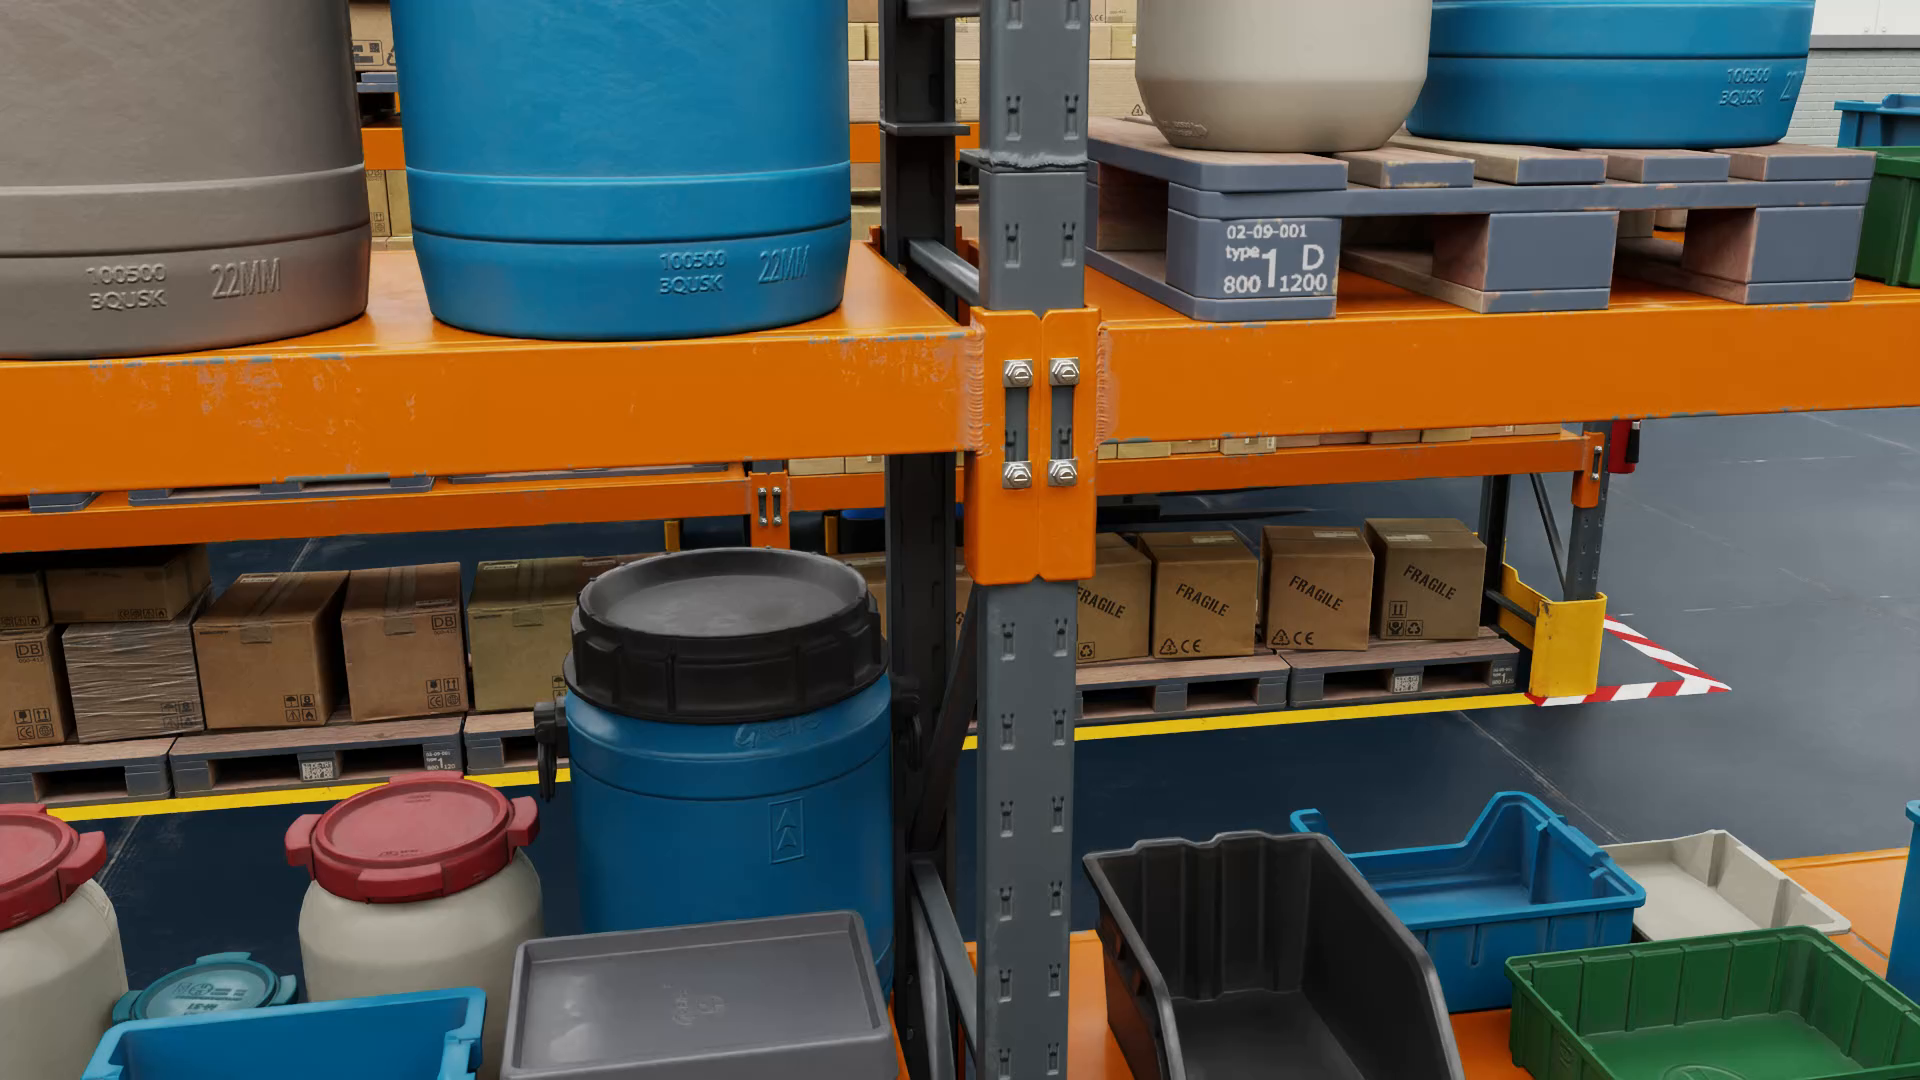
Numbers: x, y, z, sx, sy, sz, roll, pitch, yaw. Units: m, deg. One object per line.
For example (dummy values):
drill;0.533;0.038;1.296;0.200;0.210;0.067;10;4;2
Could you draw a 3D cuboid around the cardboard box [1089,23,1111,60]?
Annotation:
cardboard box;0.476;-2.146;7.158;0.250;0.149;0.380;-4;17;-11

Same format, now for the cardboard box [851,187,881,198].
cardboard box;-0.541;-1.377;7.807;0.500;0.500;0.500;-3;17;-10

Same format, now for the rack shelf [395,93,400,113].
rack shelf;-3.737;-3.019;11.649;4.000;0.370;1.077;-3;17;-10

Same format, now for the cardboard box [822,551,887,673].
cardboard box;-0.531;0.378;8.013;0.500;0.500;0.500;-4;17;-12

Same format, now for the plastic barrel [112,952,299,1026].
plastic barrel;-1.320;0.918;2.948;0.301;0.262;0.301;0;17;0

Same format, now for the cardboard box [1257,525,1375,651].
cardboard box;1.800;0.240;8.465;0.500;0.500;0.500;1;17;4

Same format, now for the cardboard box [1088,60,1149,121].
cardboard box;0.568;-1.974;7.276;0.500;0.250;0.500;-4;18;-13

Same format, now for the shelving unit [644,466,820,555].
shelving unit;-1.453;-0.687;10.496;1.083;1.500;0.587;-2;17;-6

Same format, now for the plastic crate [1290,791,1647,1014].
plastic crate;1.044;0.754;3.501;0.616;0.251;0.499;-3;17;-10

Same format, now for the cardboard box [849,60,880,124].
cardboard box;-0.441;-1.918;7.095;0.500;0.250;0.500;-4;18;-13

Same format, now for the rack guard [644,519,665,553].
rack guard;-1.948;-0.074;10.627;0.087;0.250;0.587;-2;17;-6

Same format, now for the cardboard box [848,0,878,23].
cardboard box;-0.538;-2.566;7.421;0.500;0.500;0.500;-4;17;-12

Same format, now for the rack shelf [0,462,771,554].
rack shelf;-2.895;-0.150;7.415;4.000;0.370;1.077;-3;17;-10

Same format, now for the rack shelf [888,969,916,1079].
rack shelf;-1.955;1.278;2.767;4.000;0.370;1.077;-3;17;-10

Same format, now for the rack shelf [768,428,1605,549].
rack shelf;1.033;-0.372;8.141;4.000;0.370;1.077;-3;17;-10

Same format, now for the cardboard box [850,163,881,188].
cardboard box;-0.886;-2.703;12.409;0.550;0.550;0.875;-3;17;-10

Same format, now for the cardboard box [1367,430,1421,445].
cardboard box;2.026;-0.580;8.020;0.250;0.149;0.380;-3;17;-10

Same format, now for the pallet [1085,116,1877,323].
pallet;0.698;-0.589;2.834;1.003;0.211;1.213;-3;17;-10

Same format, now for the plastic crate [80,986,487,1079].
plastic crate;-1.016;0.982;2.534;0.575;0.384;0.392;-3;17;-10

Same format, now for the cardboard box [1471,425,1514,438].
cardboard box;2.510;-0.619;8.145;0.250;0.149;0.380;-3;17;-10

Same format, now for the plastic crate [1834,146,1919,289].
plastic crate;1.609;-0.519;2.645;0.450;0.188;0.336;-3;17;-10

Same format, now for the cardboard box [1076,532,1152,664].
cardboard box;0.625;0.287;8.310;0.500;0.500;0.500;-5;18;-15

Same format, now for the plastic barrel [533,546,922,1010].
plastic barrel;-0.428;0.517;3.164;0.708;0.901;0.600;-3;17;-10

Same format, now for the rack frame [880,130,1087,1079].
rack frame;0.008;0.823;3.024;0.127;3.000;1.000;-3;17;-10

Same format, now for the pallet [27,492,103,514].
pallet;-4.179;-0.361;7.204;1.003;0.211;1.213;-3;17;-10

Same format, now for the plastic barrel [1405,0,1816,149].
plastic barrel;1.006;-1.076;2.528;0.708;0.901;0.600;-3;17;-10

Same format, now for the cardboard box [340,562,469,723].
cardboard box;-2.559;0.460;7.713;0.500;0.500;0.700;-5;18;-15

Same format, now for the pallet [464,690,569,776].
pallet;-1.695;0.772;7.939;1.213;0.211;1.003;-3;17;-10

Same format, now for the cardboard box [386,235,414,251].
cardboard box;-3.725;-1.897;11.708;0.500;0.500;0.500;-3;17;-11

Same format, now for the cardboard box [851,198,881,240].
cardboard box;-0.441;-1.225;7.310;0.500;0.500;0.500;-3;17;-10

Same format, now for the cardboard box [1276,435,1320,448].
cardboard box;1.531;-0.558;7.947;0.250;0.149;0.380;-3;17;-10

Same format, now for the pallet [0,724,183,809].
pallet;-4.091;0.908;7.497;1.213;0.211;1.003;-3;17;-10

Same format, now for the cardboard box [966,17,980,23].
cardboard box;0.248;-3.825;11.911;0.500;0.250;0.500;-3;17;-10

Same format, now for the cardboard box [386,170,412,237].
cardboard box;-3.756;-2.452;11.812;0.500;0.500;0.700;-3;17;-11

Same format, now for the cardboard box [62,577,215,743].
cardboard box;-3.662;0.525;7.502;0.500;0.500;0.700;-5;18;-15

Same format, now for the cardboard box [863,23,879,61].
cardboard box;-0.305;-2.121;7.077;0.250;0.149;0.380;-4;18;-13

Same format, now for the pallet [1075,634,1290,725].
pallet;0.922;0.611;8.461;1.213;0.211;1.003;-3;17;-10

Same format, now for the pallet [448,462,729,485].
pallet;-1.709;-0.513;7.699;1.213;0.211;1.003;-3;17;-10

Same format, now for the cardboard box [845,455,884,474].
cardboard box;-0.415;-0.420;7.499;0.250;0.149;0.380;-3;17;-10

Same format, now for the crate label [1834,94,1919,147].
crate label;2.035;-0.754;3.301;0.408;0.251;0.502;-3;17;-10

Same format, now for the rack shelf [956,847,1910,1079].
rack shelf;1.972;1.055;3.492;4.000;0.370;1.077;-3;17;-10

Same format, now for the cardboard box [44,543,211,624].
cardboard box;-3.687;0.166;7.395;0.500;0.250;0.500;-1;17;-4

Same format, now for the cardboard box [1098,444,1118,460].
cardboard box;0.560;-0.487;7.716;0.250;0.149;0.380;-3;17;-10

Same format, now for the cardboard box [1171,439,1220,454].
cardboard box;1.044;-0.525;7.839;0.250;0.149;0.380;-3;17;-10

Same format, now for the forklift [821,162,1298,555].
forklift;0.625;-1.422;10.449;3.031;2.935;1.130;-2;17;-6

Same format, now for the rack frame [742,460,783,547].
rack frame;-0.931;-0.605;7.672;0.127;3.000;1.000;-3;17;-10

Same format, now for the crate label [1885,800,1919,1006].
crate label;2.180;0.764;3.156;0.616;0.435;0.502;-3;17;-10

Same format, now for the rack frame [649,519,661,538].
rack frame;-1.949;-0.671;10.443;0.032;1.500;0.500;-2;17;-6

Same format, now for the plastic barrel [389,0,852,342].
plastic barrel;-0.450;-0.760;2.214;0.708;0.901;0.600;-3;17;-10

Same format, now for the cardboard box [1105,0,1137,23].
cardboard box;1.236;-3.881;12.092;0.500;0.250;0.500;-3;17;-10

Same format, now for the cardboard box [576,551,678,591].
cardboard box;-1.538;0.408;7.884;0.500;0.500;0.700;-5;18;-15
